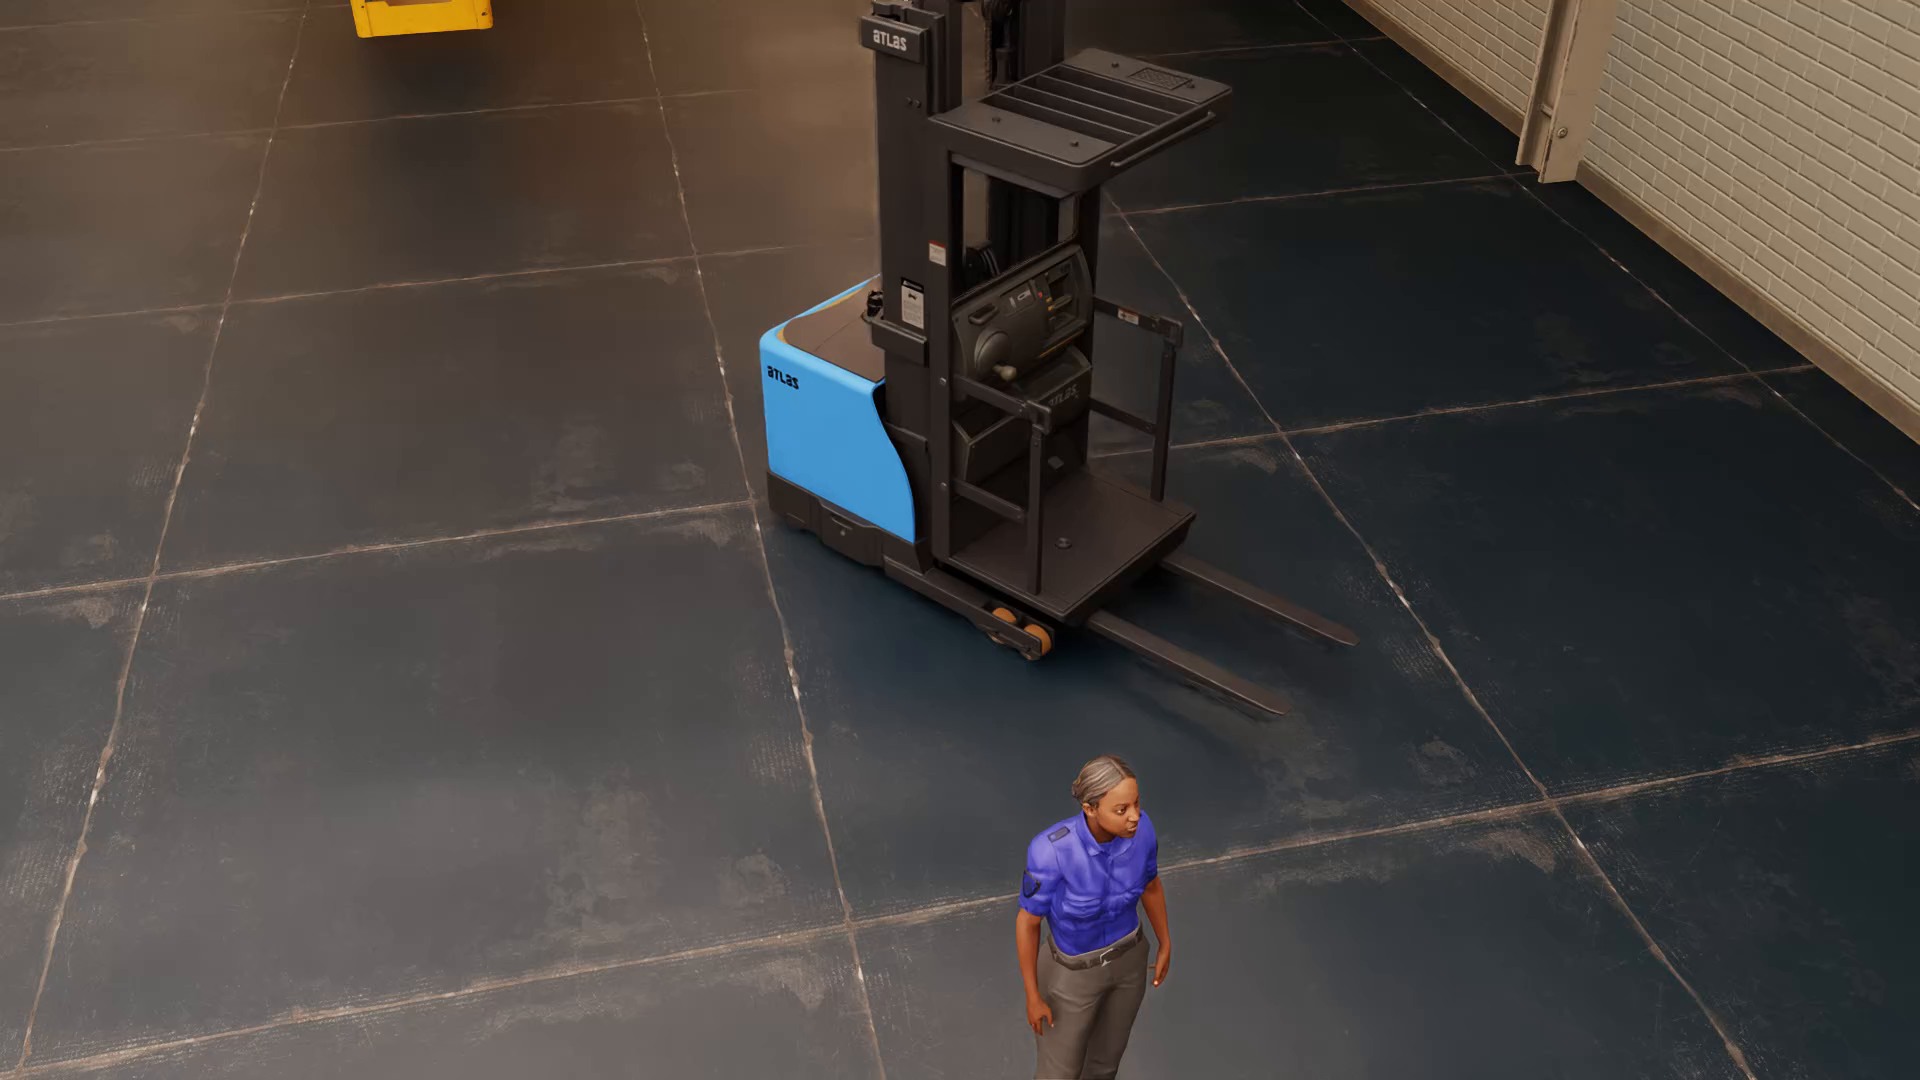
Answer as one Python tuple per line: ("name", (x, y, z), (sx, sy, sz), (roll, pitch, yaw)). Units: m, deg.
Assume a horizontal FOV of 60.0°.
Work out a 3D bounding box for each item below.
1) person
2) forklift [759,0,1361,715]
("person", (0.447, 1.396, 5.191), (0.570, 1.654, 0.504), (-18, 39, -23))
("forklift", (0.451, -0.977, 7.408), (3.031, 2.935, 1.130), (26, 43, 32))
